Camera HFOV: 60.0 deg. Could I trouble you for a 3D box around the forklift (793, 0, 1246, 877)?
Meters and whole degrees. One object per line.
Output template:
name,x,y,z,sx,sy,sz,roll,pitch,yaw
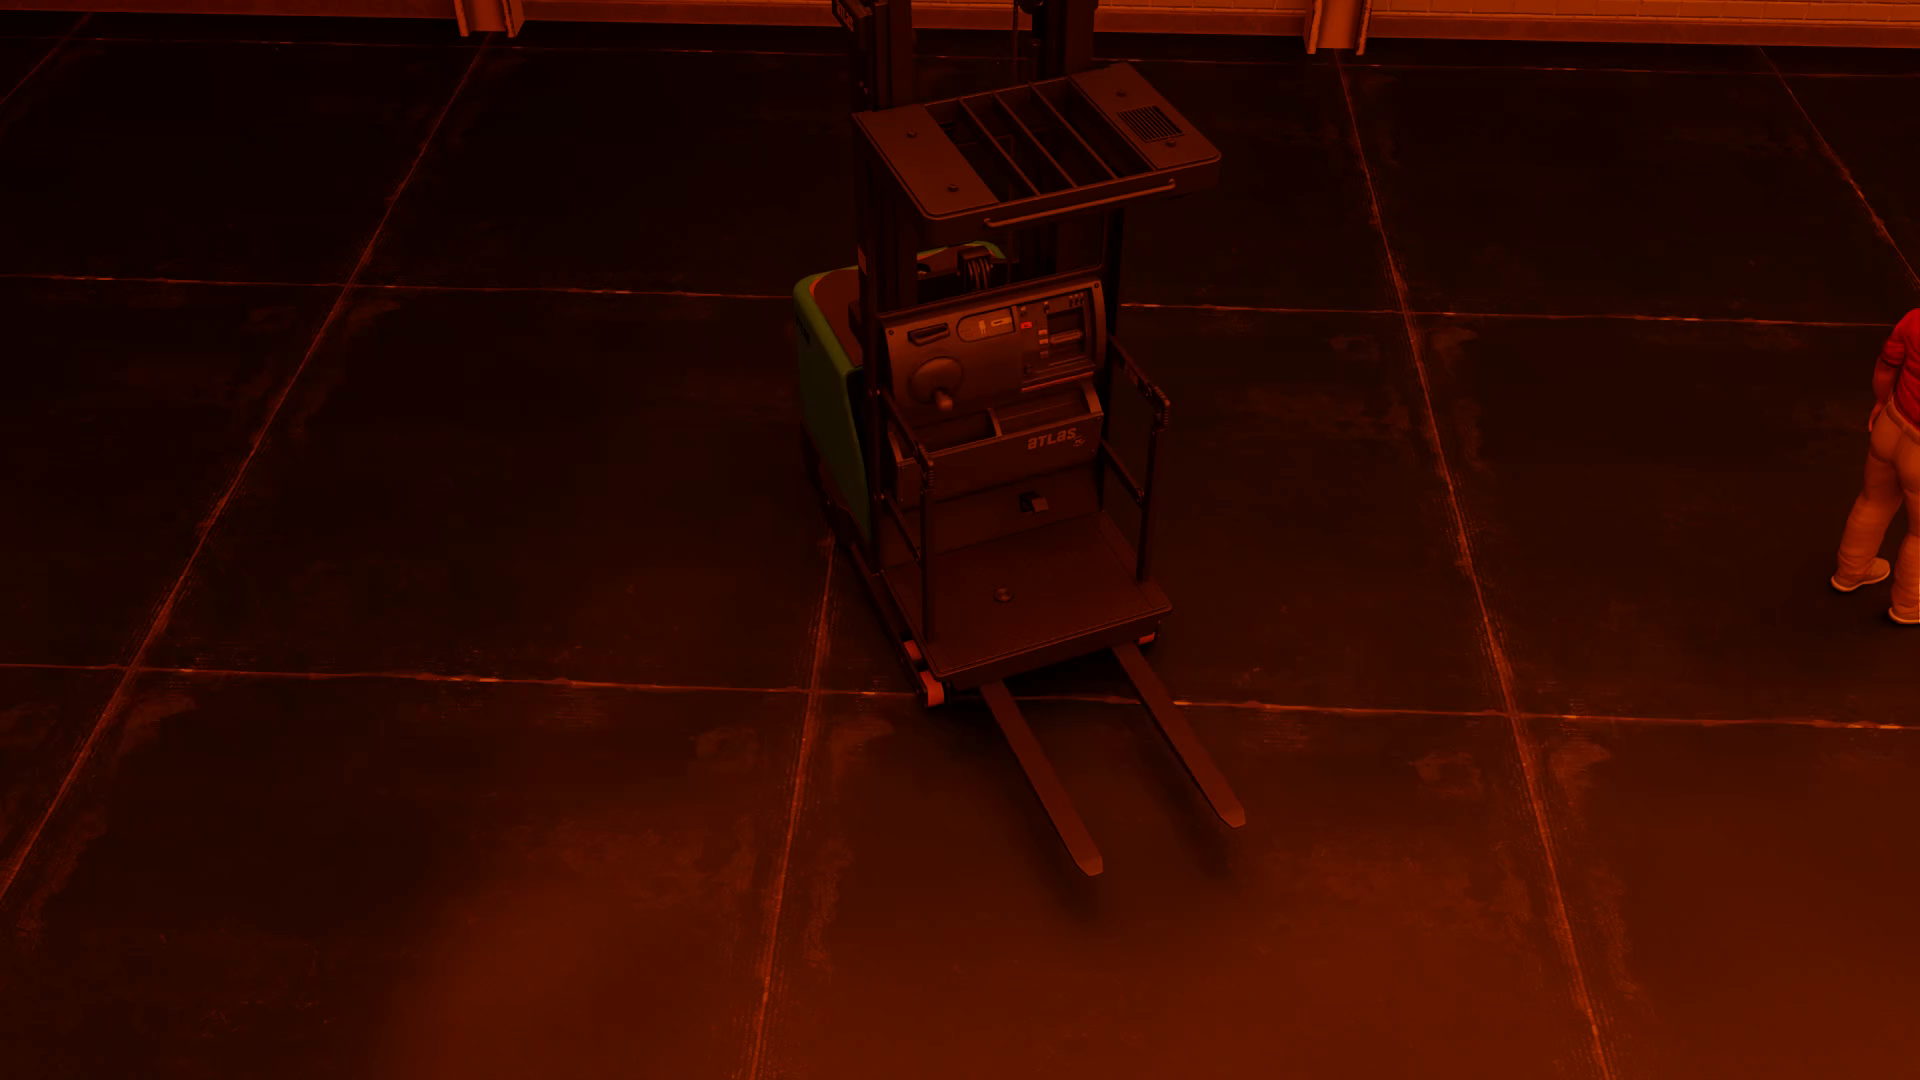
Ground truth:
forklift,0.231,-0.691,6.500,1.130,2.935,3.031,-15,45,-16

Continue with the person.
person,4.177,-0.422,7.085,0.550,1.727,0.637,-12,44,-13
